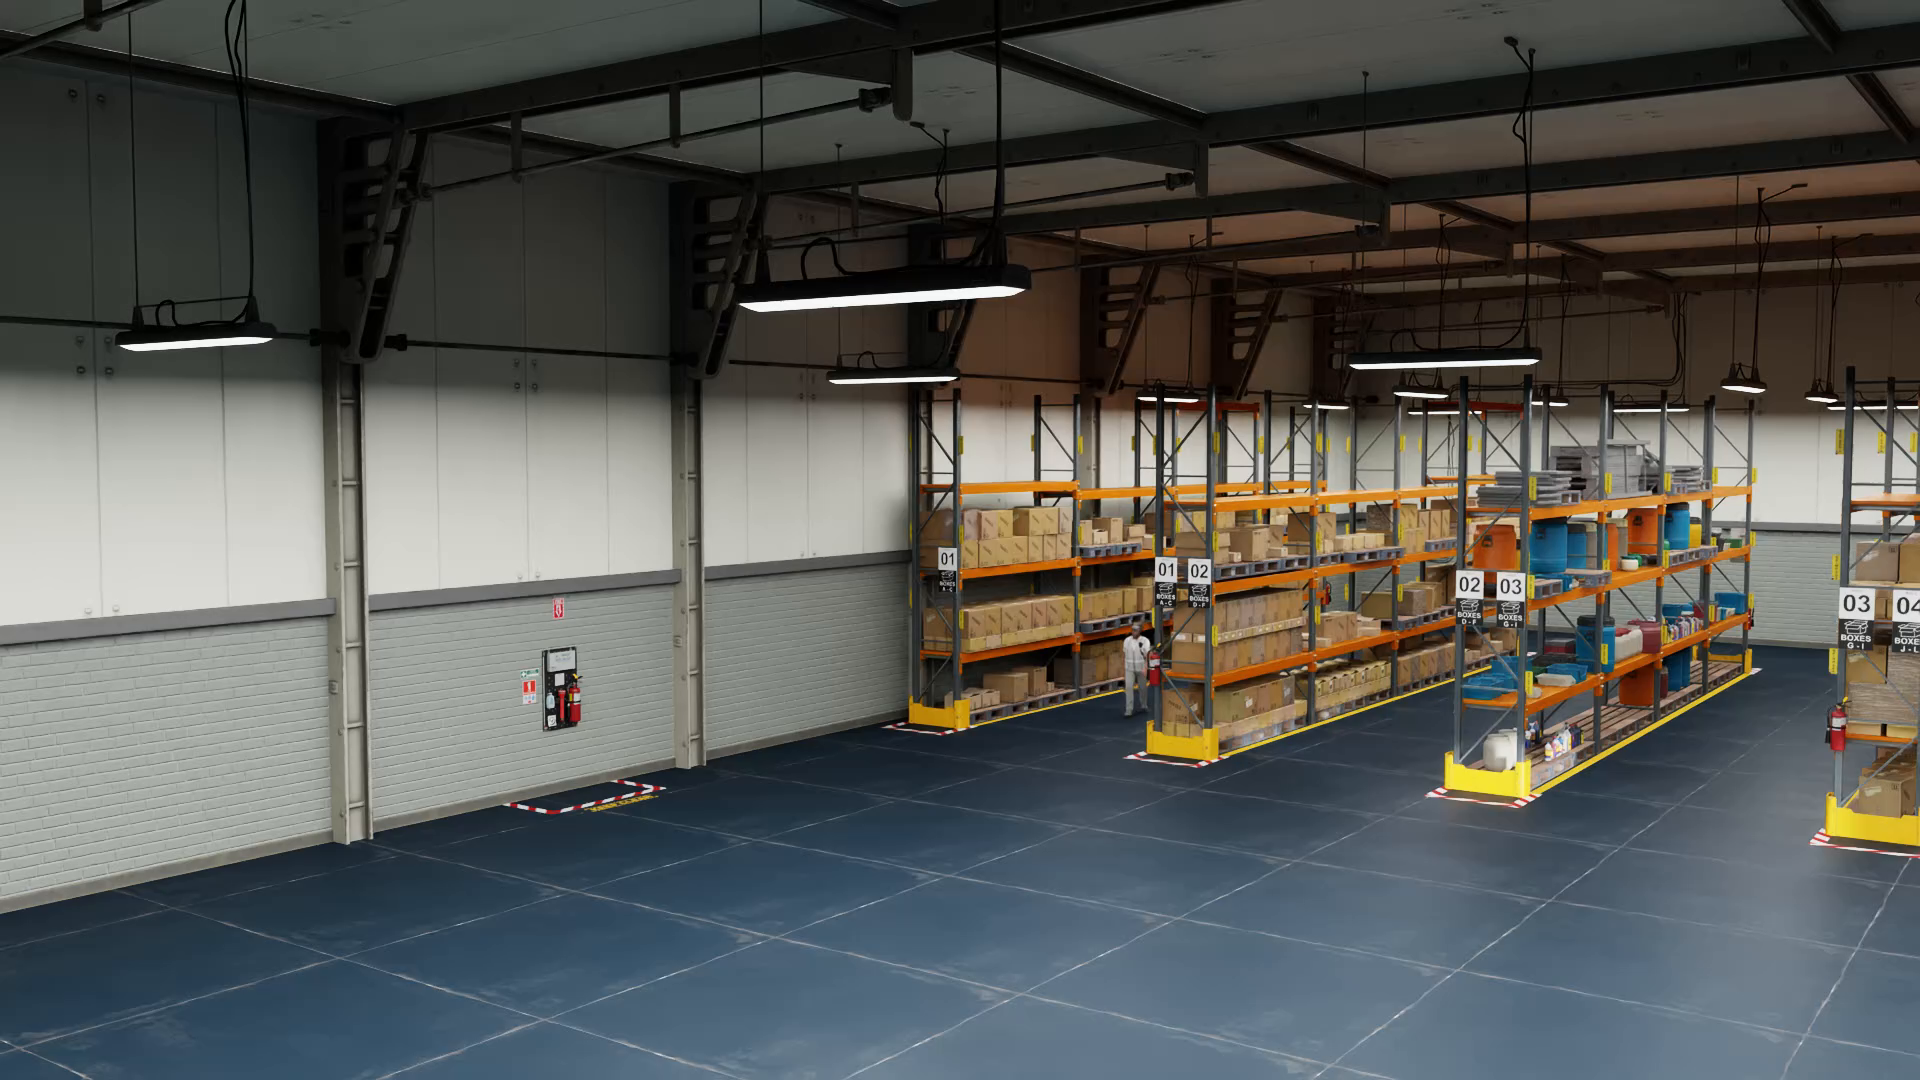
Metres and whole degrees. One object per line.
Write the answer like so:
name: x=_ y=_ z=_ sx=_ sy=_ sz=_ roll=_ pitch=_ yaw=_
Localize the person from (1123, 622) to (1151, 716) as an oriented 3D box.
person: x=3.276 y=2.366 z=30.845 sx=0.529 sy=1.713 sz=1.119 roll=1 pitch=3 yaw=11
